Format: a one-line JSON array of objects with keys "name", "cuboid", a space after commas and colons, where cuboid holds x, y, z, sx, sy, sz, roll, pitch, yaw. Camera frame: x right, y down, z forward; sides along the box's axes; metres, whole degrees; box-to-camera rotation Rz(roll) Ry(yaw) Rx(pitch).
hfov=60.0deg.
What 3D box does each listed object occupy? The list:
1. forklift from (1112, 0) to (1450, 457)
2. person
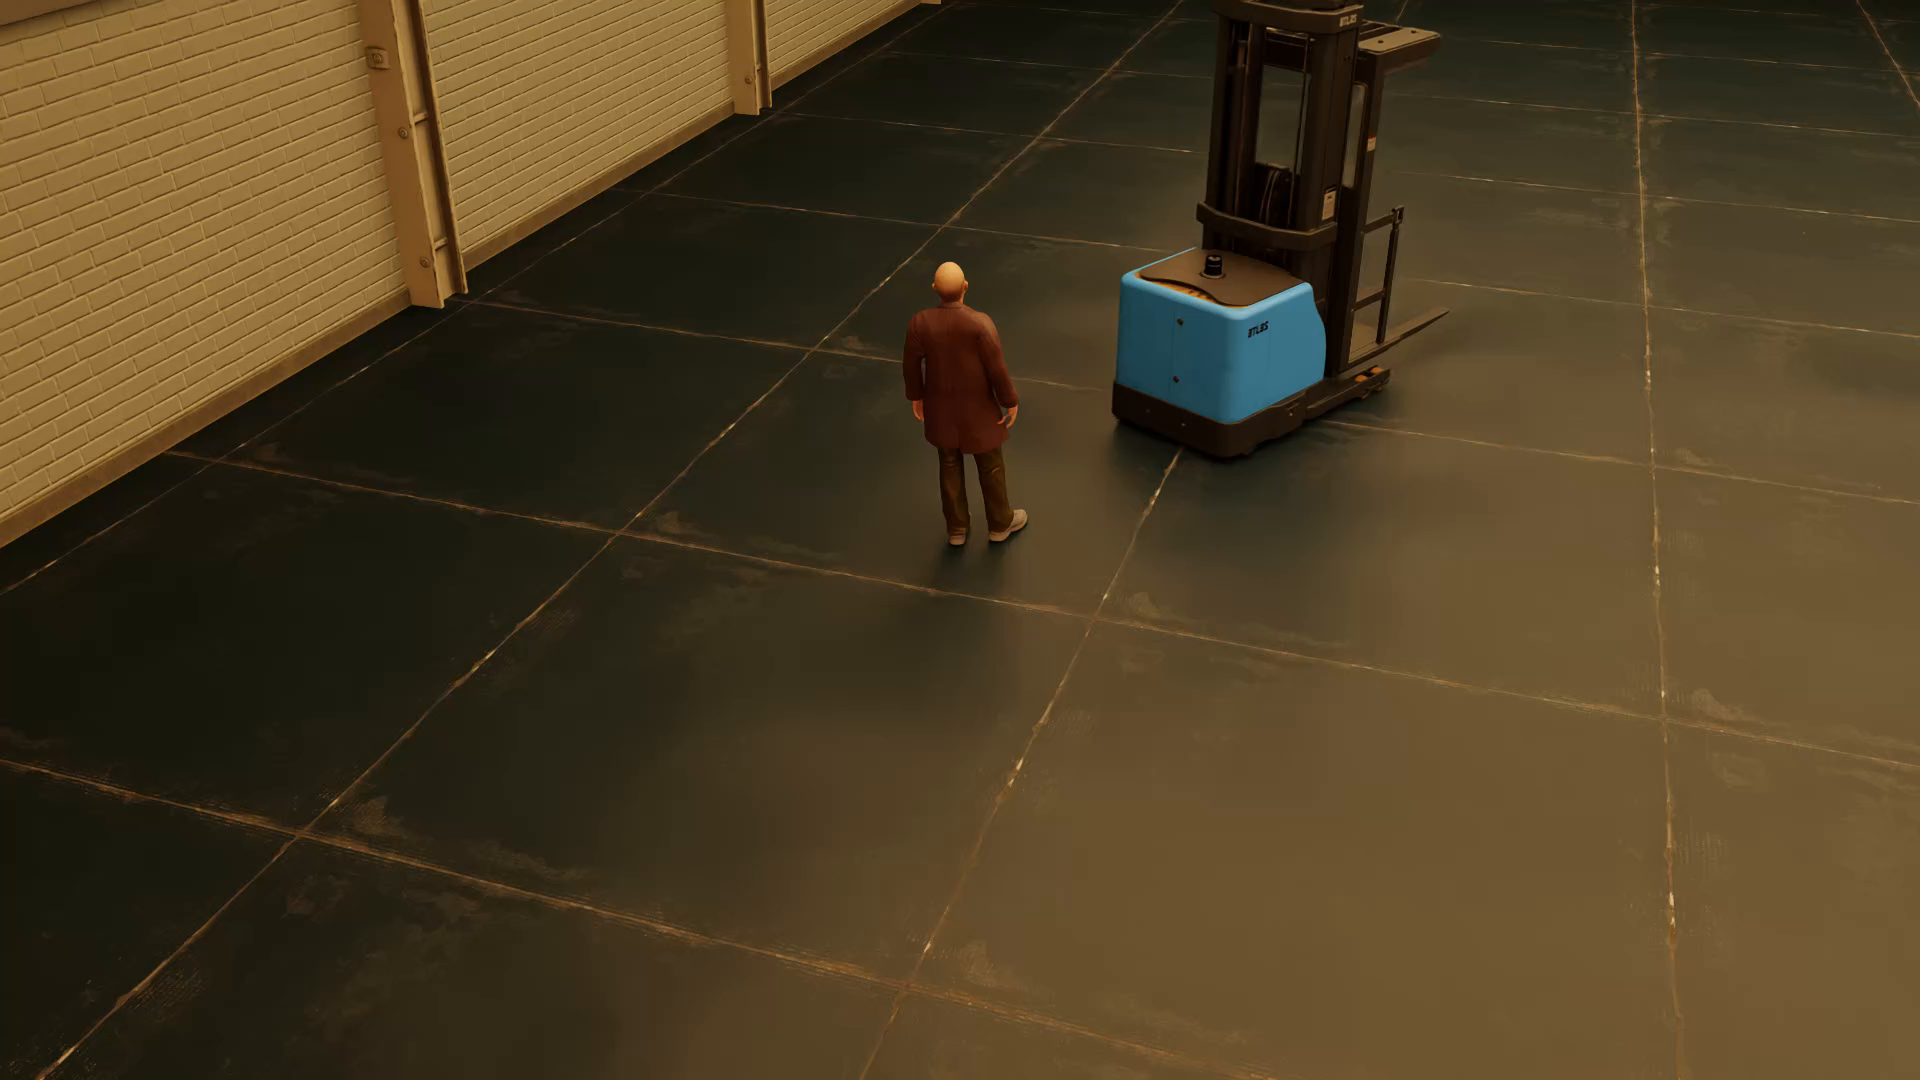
[{"name": "forklift", "cuboid": [2.452, -2.444, 11.423, 3.031, 2.935, 1.130, -26, 39, -38]}, {"name": "person", "cuboid": [0.034, -0.820, 9.725, 0.696, 1.775, 0.582, 10, 31, 16]}]
